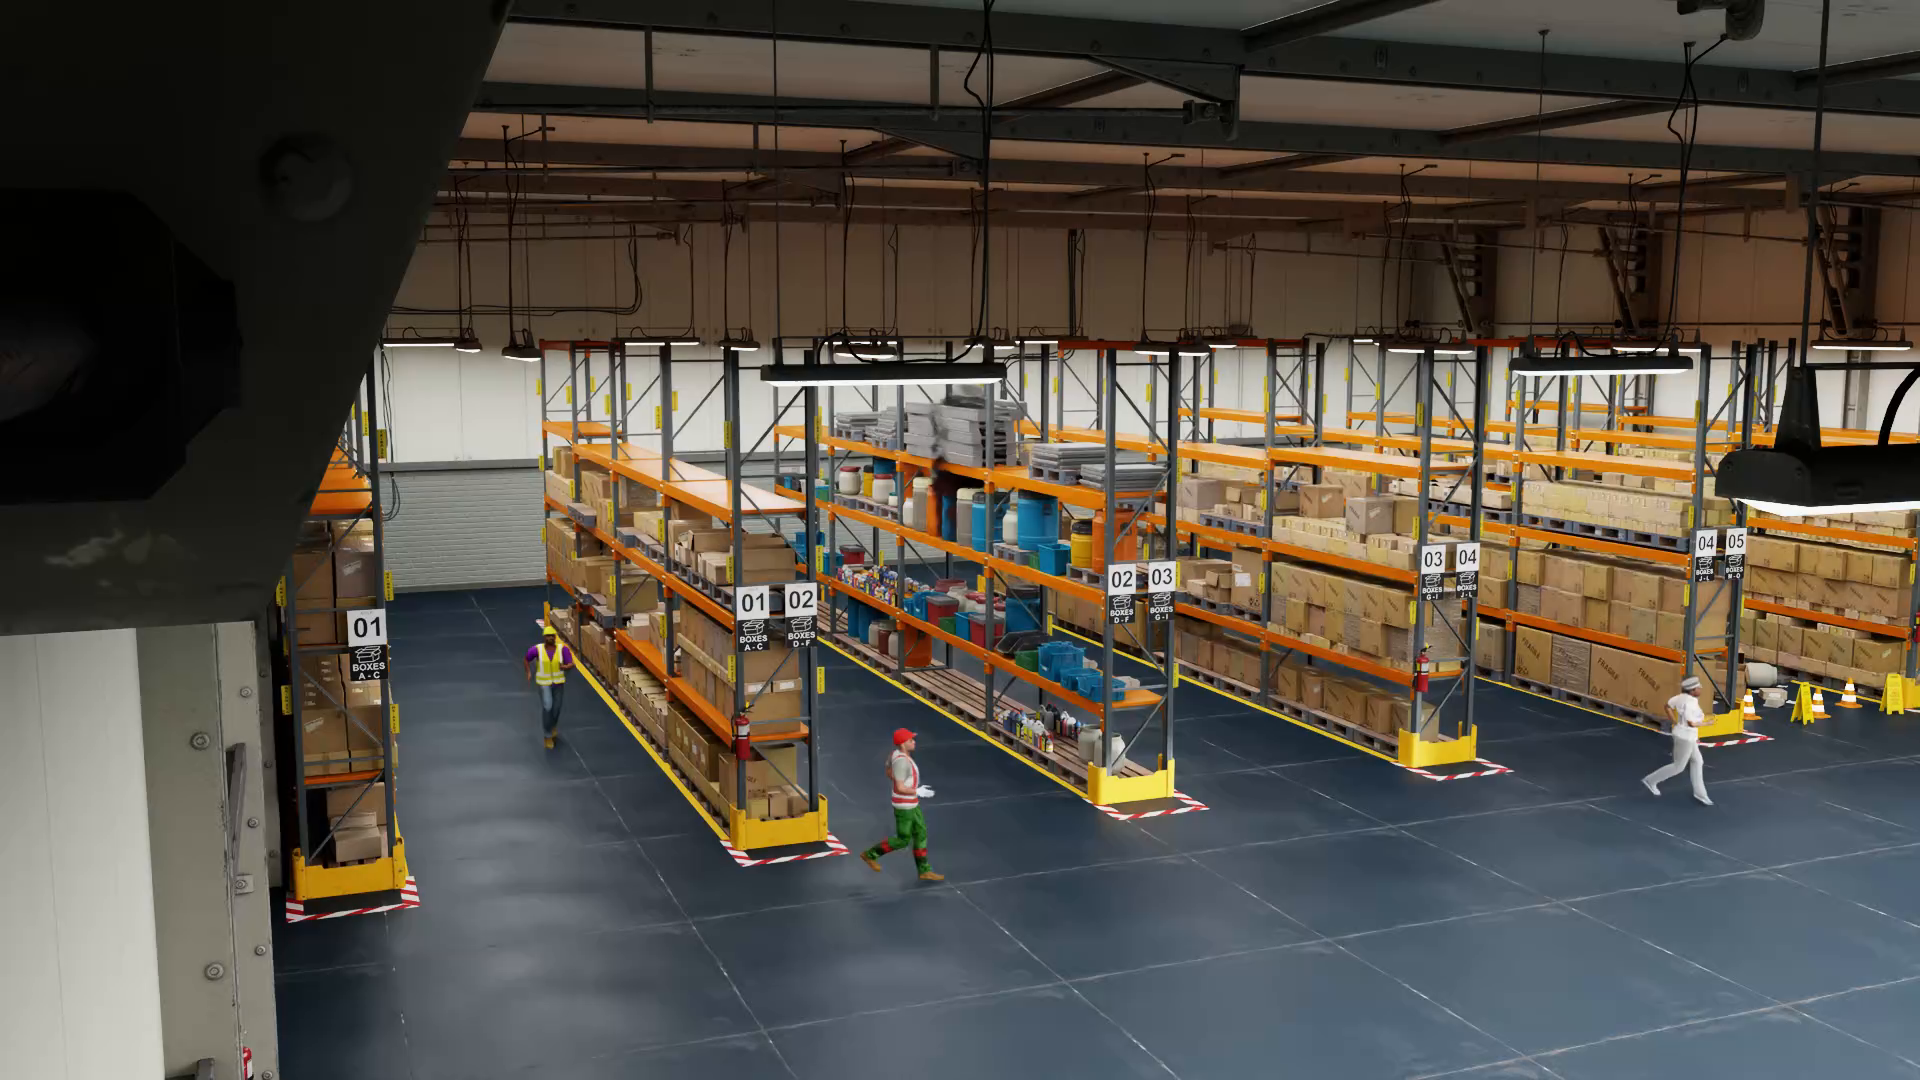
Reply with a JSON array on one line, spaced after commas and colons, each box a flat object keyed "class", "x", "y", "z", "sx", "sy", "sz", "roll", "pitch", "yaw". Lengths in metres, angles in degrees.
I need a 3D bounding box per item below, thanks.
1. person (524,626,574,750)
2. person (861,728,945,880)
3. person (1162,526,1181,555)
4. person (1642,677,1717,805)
[{"class": "person", "x": -6.173, "y": 2.202, "z": 25.075, "sx": 0.674, "sy": 1.825, "sz": 0.782, "roll": -4, "pitch": 8, "yaw": -28}, {"class": "person", "x": -0.651, "y": 3.005, "z": 18.847, "sx": 0.953, "sy": 1.778, "sz": 0.670, "roll": 0, "pitch": 7, "yaw": 1}, {"class": "person", "x": 4.716, "y": 0.461, "z": 38.430, "sx": 0.656, "sy": 1.762, "sz": 0.985, "roll": -4, "pitch": 8, "yaw": -28}, {"class": "person", "x": 9.537, "y": 2.656, "z": 21.993, "sx": 0.911, "sy": 1.743, "sz": 0.579, "roll": 2, "pitch": 8, "yaw": 16}]
